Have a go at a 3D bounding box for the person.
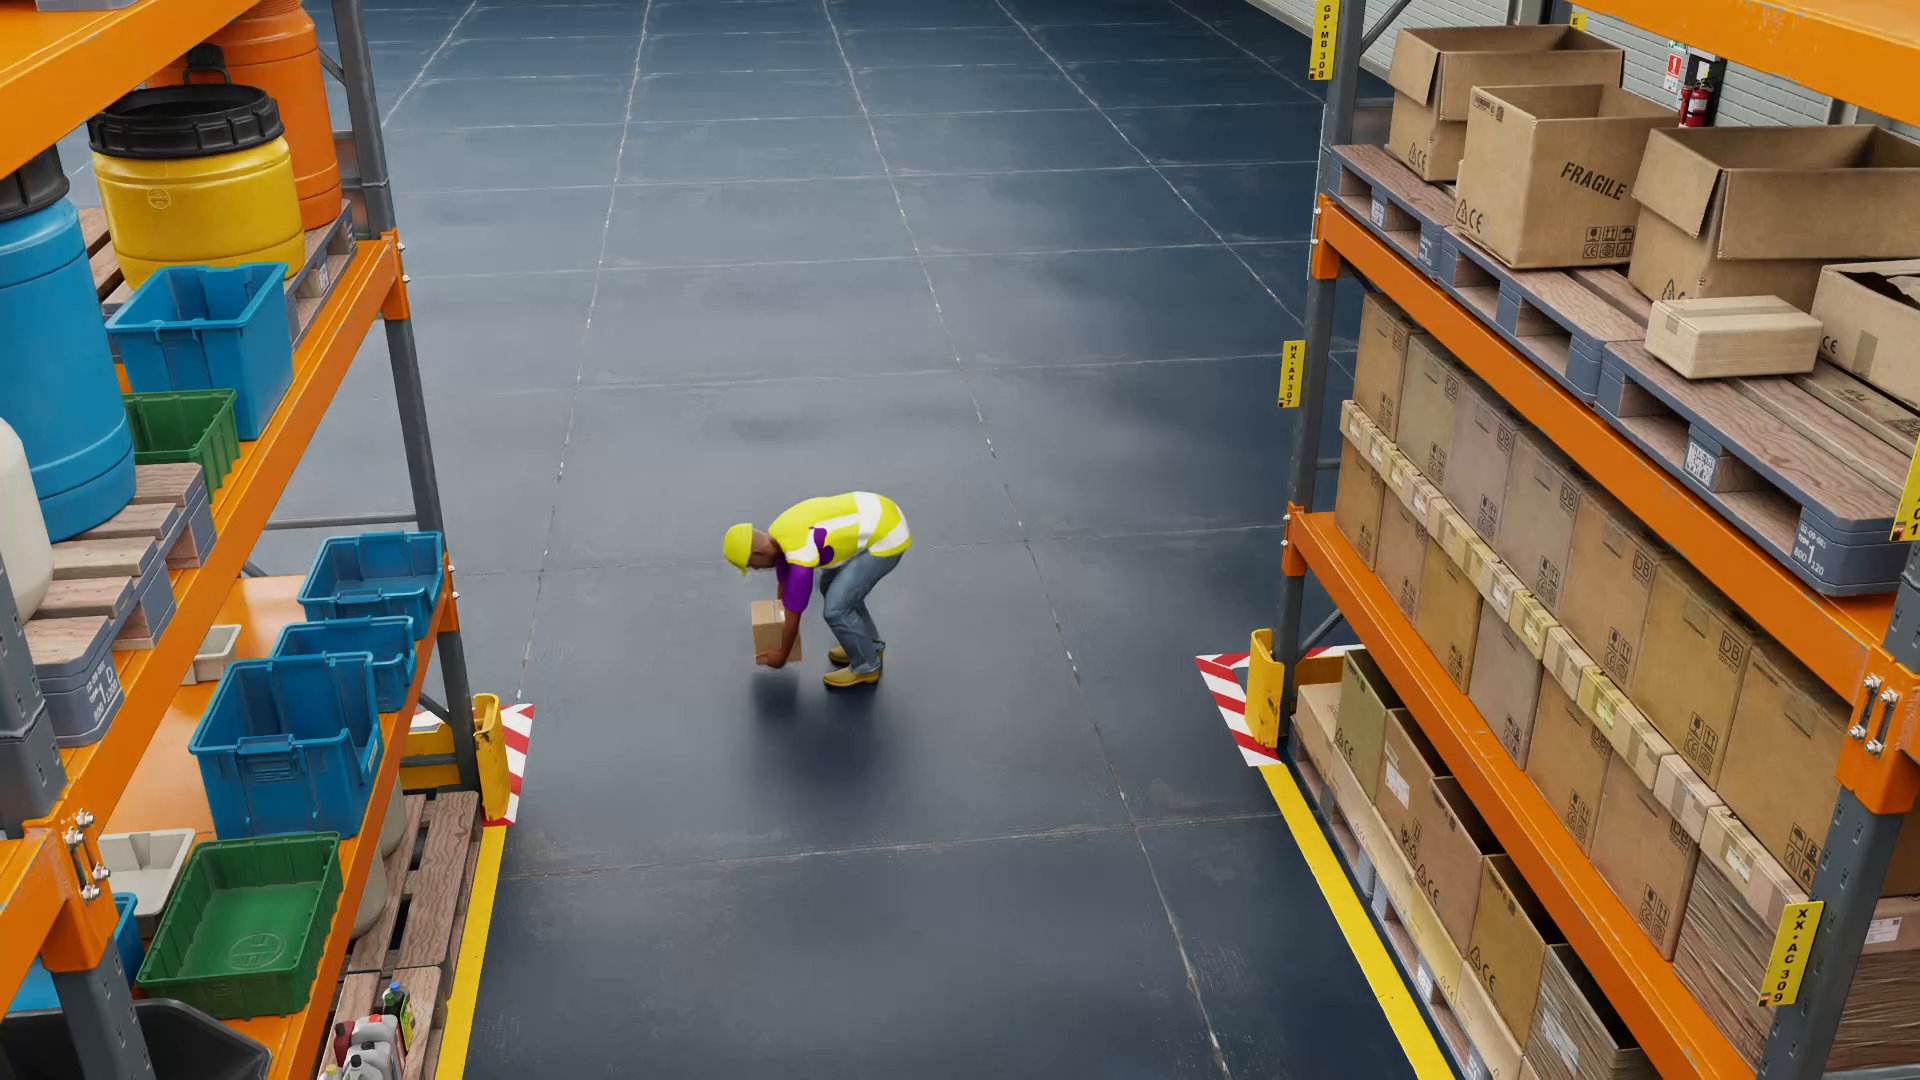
[{"bbox_3d":[-0.748,0.270,8.853,0.980,1.043,0.495,-5,27,-9],"label":"person"}]
